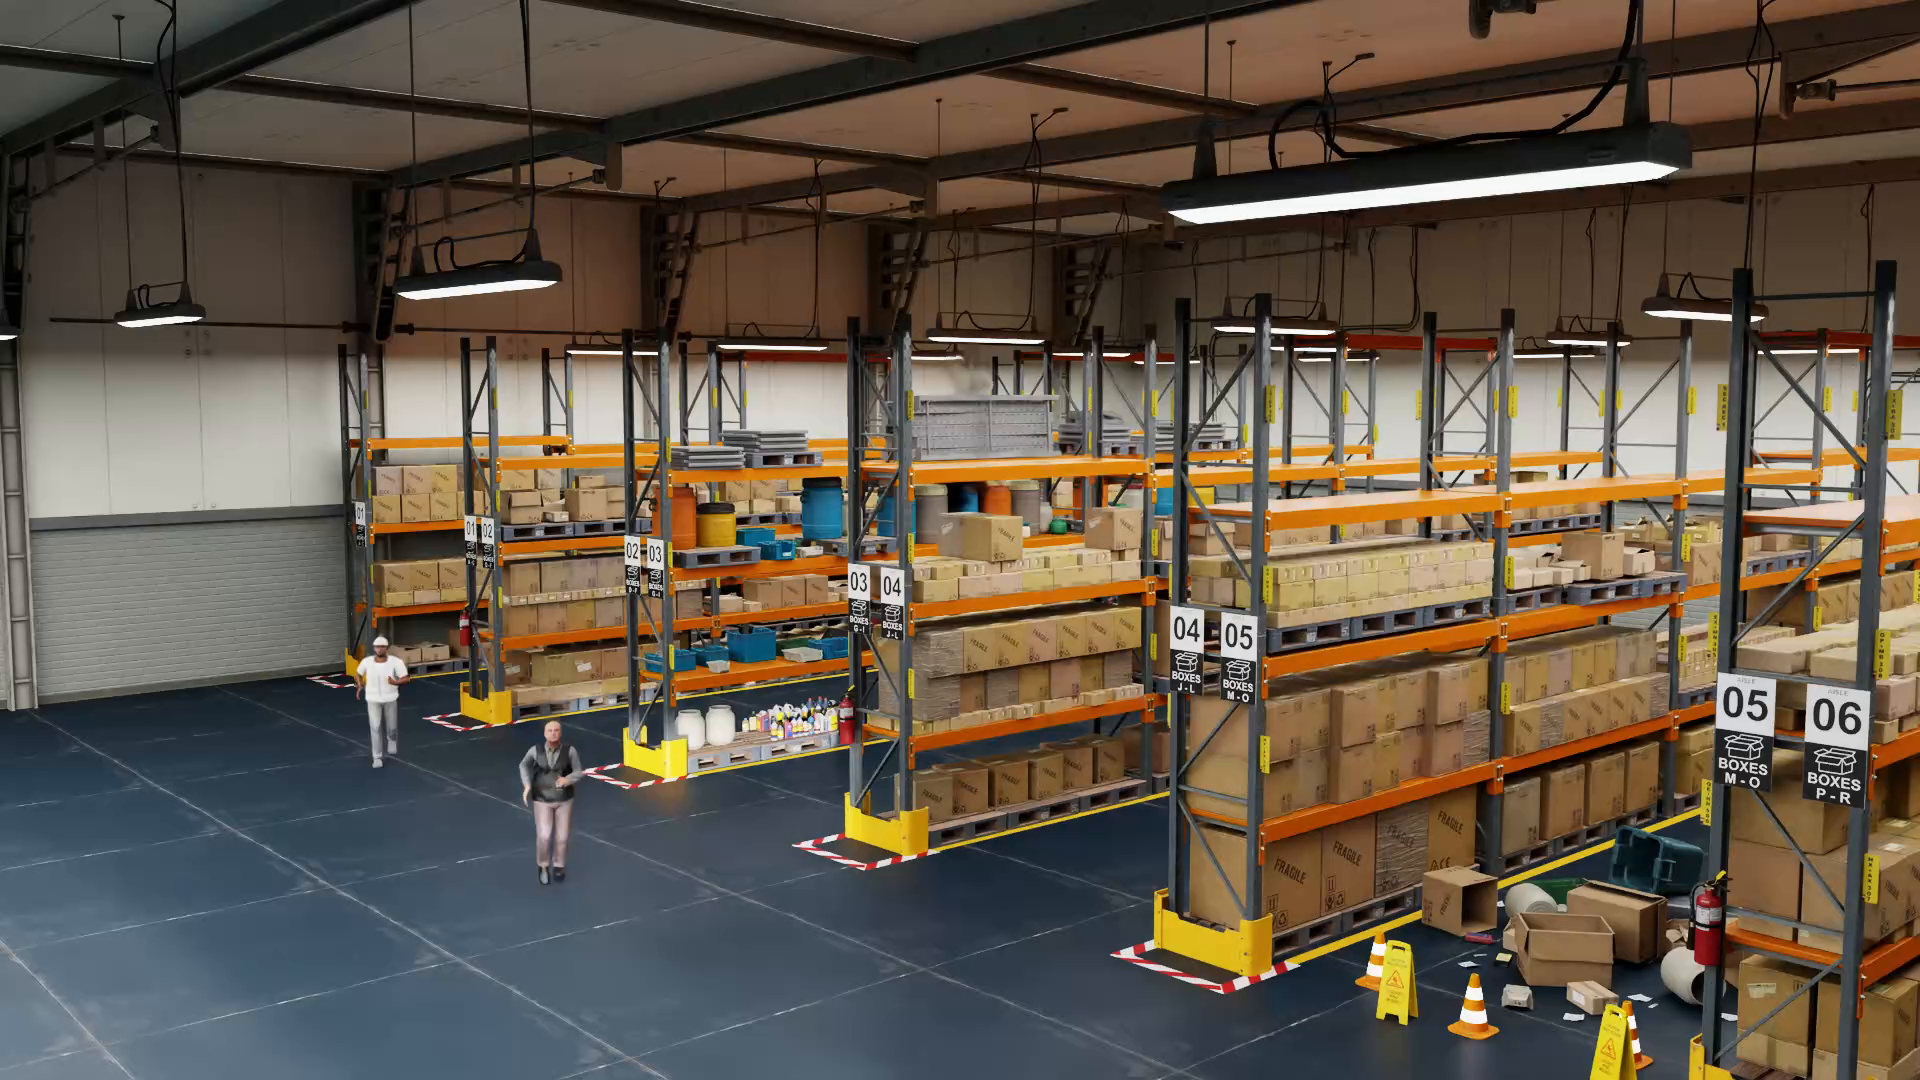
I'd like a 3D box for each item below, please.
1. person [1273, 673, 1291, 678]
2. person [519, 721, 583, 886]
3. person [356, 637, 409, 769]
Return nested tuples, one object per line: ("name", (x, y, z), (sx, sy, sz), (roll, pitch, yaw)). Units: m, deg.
("person", (3.924, 2.452, 20.229), (0.705, 1.770, 0.972), (5, 7, 42))
("person", (-4.260, 2.755, 17.391), (0.634, 1.722, 0.695), (-2, 5, -18))
("person", (-7.985, 2.205, 22.982), (0.705, 1.746, 0.990), (-1, 5, -15))
